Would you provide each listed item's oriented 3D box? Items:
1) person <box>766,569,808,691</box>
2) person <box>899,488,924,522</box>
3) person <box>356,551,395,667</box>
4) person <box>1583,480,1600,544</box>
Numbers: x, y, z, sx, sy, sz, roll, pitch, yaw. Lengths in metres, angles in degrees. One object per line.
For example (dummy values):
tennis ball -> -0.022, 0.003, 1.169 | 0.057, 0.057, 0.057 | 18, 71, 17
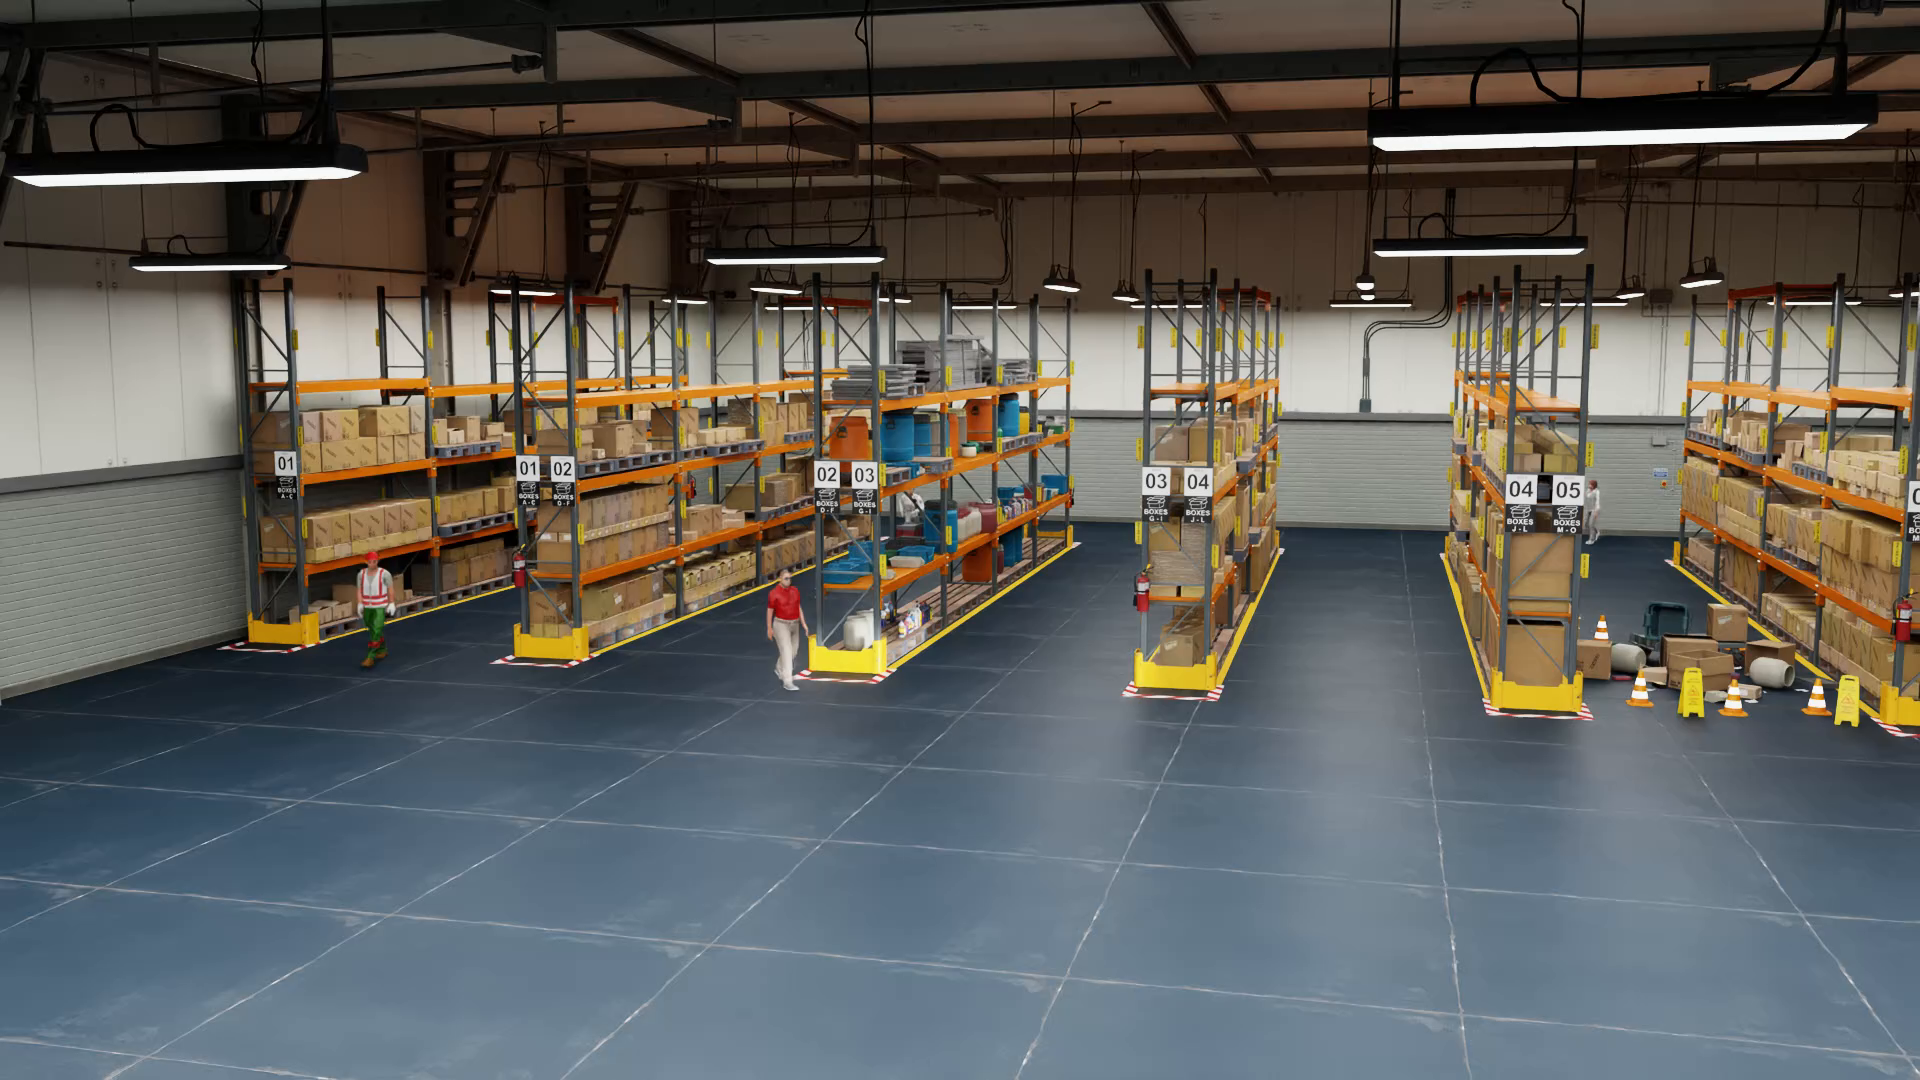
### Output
person -> -2.520, 1.269, 24.135 | 0.877, 1.699, 0.540 | 6, 9, 41
person -> -1.138, -0.520, 39.393 | 0.644, 1.678, 0.856 | 1, 7, 8
person -> -9.117, 1.039, 25.810 | 0.522, 1.735, 0.962 | 0, 7, 4
person -> 15.572, -0.701, 40.872 | 0.529, 1.586, 0.414 | -3, 8, -24
